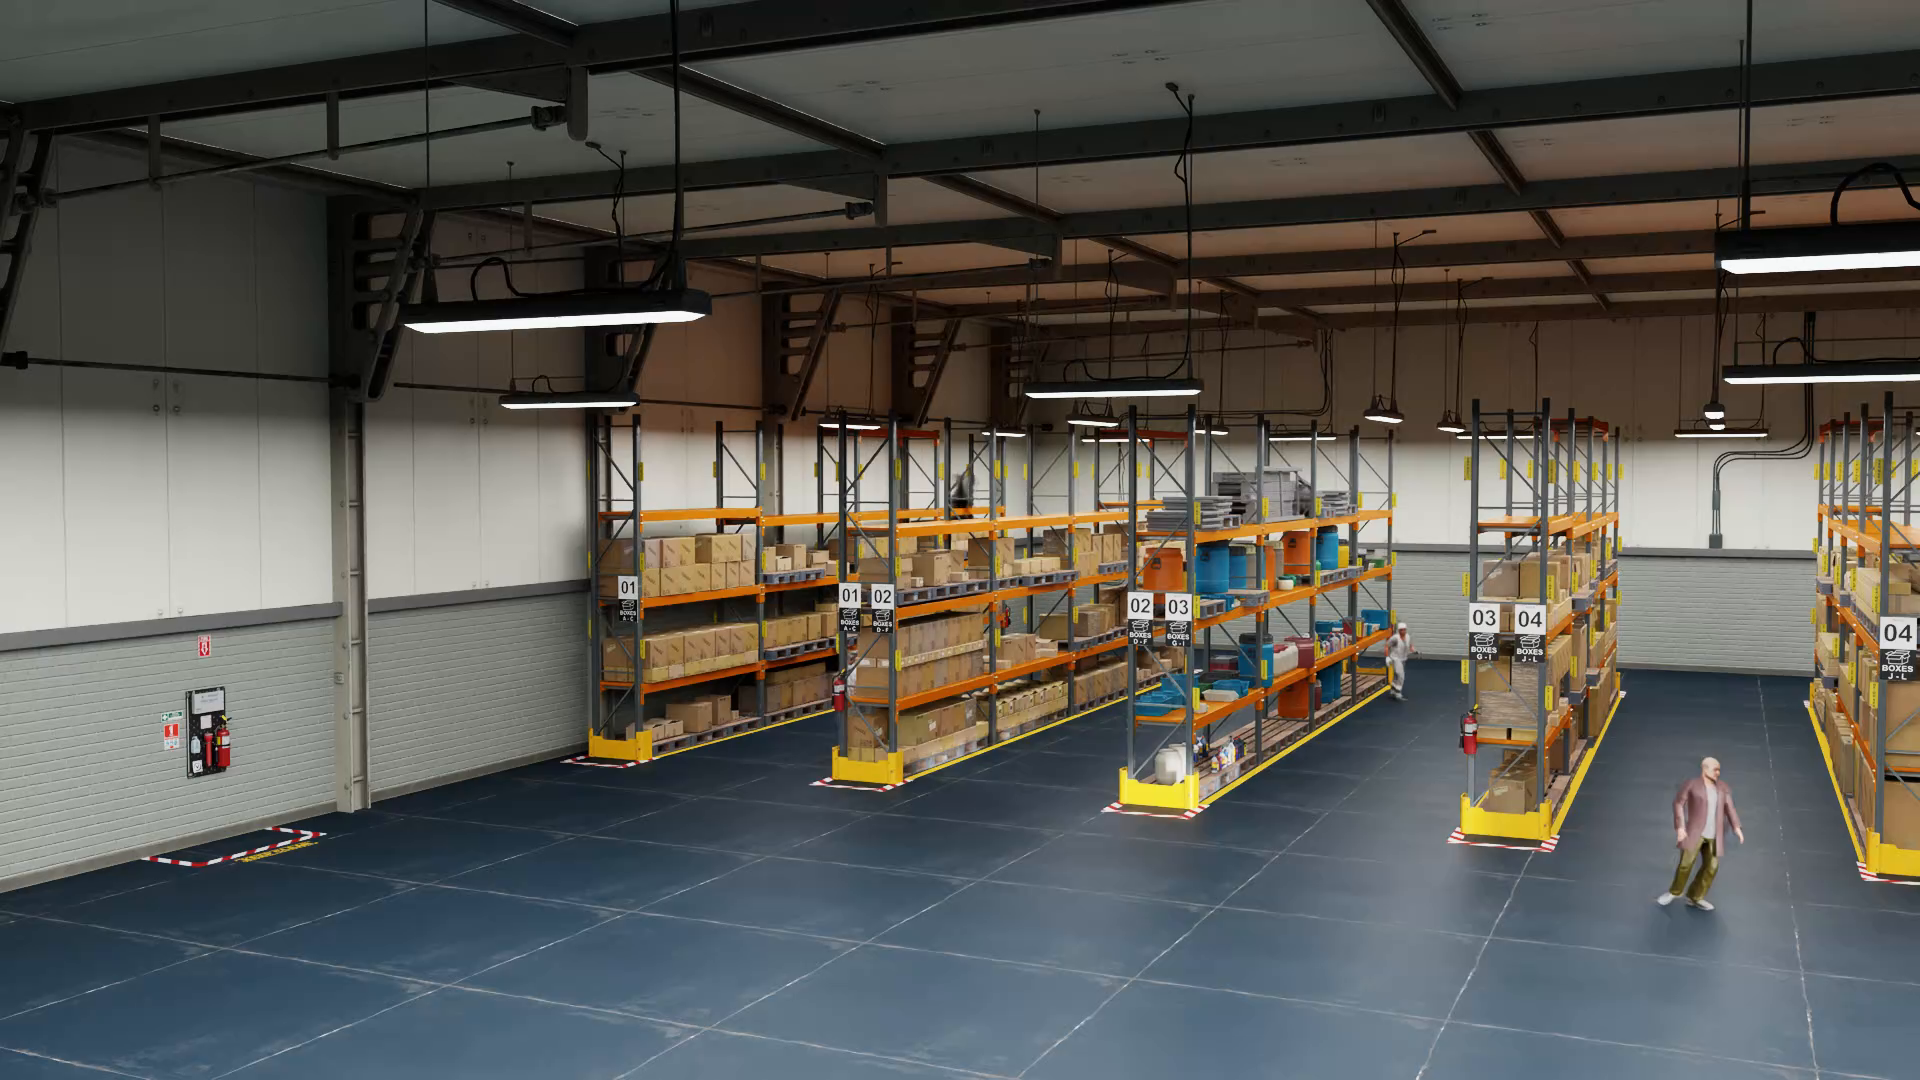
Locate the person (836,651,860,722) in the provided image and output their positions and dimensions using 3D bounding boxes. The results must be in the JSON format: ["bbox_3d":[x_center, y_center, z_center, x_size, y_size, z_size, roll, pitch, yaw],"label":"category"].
[{"bbox_3d":[-1.975,2.894,30.363,0.516,1.785,0.673,-2,3,-39],"label":"person"}]

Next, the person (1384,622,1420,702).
[{"bbox_3d":[9.667,2.656,36.434,0.669,1.727,0.850,-2,3,-36],"label":"person"}]

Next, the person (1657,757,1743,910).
[{"bbox_3d":[8.417,3.347,18.912,0.814,1.745,0.623,0,2,-4],"label":"person"}]
